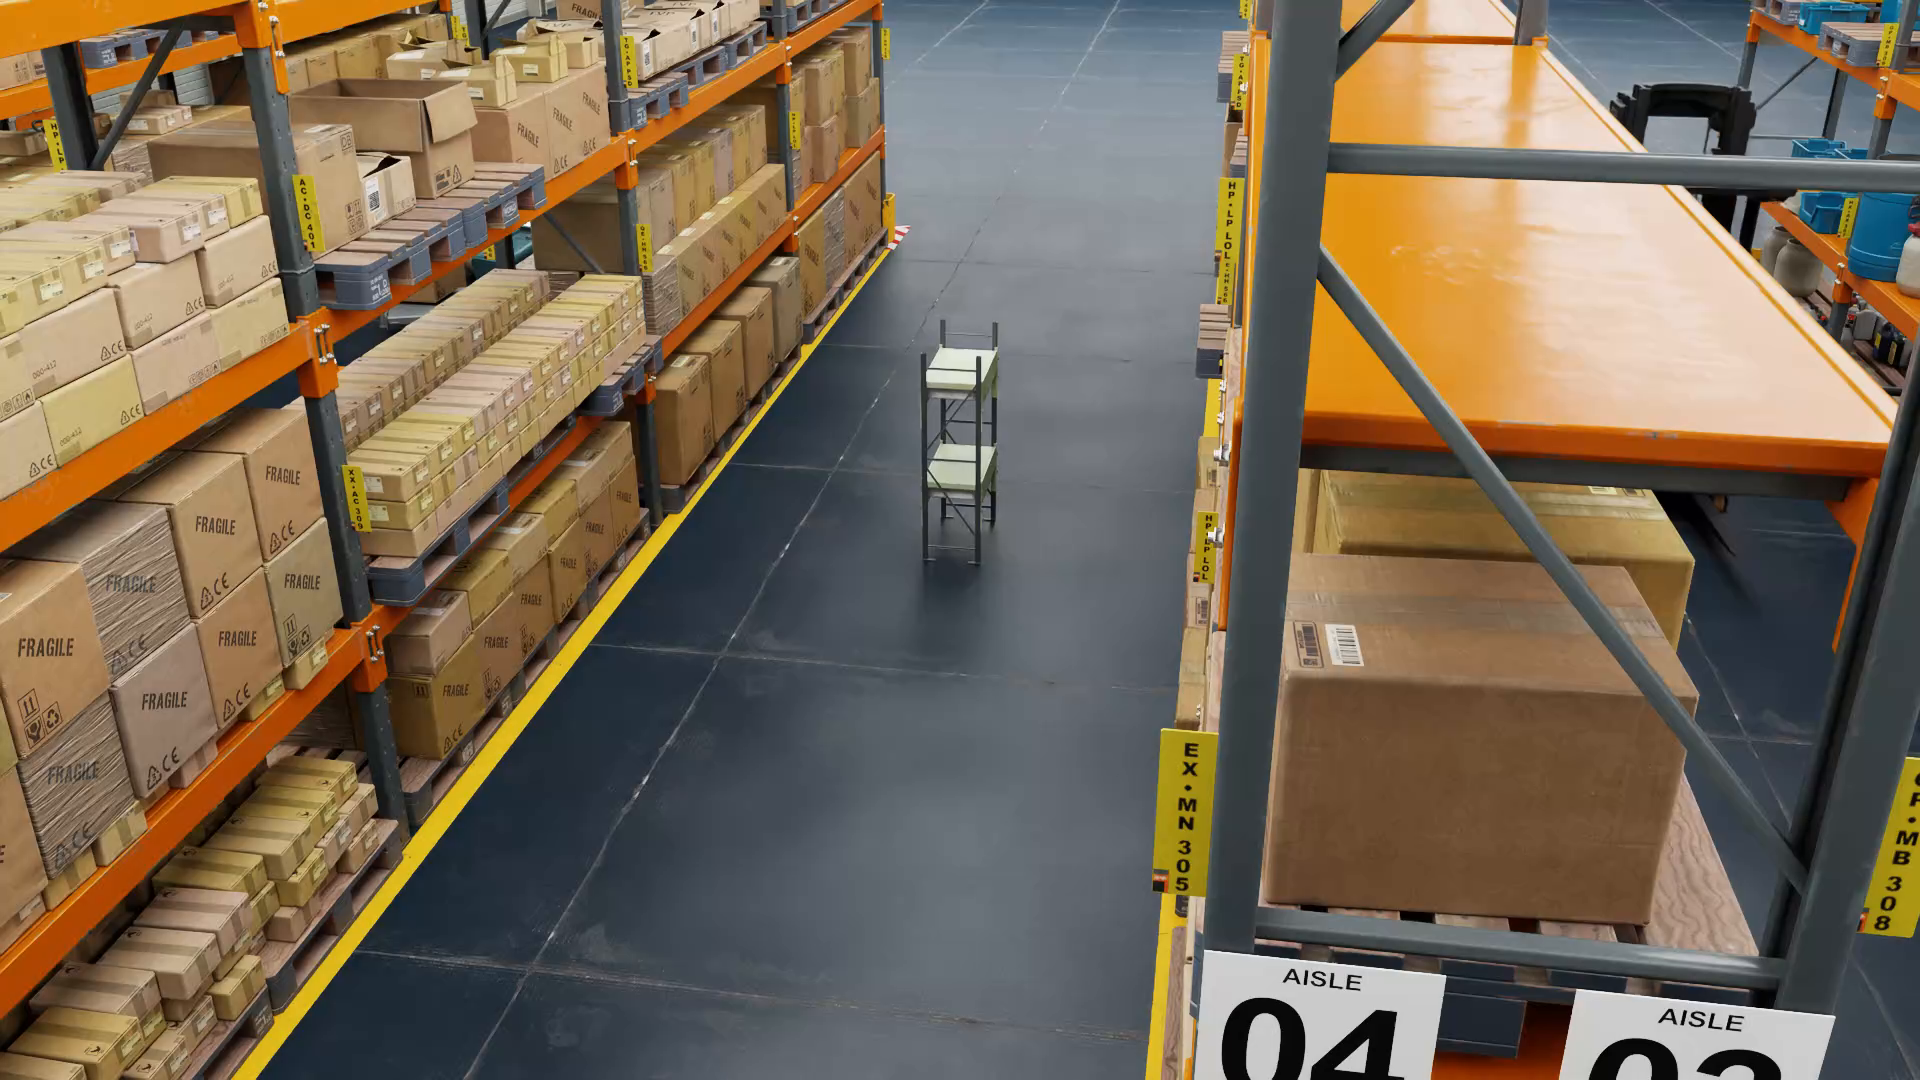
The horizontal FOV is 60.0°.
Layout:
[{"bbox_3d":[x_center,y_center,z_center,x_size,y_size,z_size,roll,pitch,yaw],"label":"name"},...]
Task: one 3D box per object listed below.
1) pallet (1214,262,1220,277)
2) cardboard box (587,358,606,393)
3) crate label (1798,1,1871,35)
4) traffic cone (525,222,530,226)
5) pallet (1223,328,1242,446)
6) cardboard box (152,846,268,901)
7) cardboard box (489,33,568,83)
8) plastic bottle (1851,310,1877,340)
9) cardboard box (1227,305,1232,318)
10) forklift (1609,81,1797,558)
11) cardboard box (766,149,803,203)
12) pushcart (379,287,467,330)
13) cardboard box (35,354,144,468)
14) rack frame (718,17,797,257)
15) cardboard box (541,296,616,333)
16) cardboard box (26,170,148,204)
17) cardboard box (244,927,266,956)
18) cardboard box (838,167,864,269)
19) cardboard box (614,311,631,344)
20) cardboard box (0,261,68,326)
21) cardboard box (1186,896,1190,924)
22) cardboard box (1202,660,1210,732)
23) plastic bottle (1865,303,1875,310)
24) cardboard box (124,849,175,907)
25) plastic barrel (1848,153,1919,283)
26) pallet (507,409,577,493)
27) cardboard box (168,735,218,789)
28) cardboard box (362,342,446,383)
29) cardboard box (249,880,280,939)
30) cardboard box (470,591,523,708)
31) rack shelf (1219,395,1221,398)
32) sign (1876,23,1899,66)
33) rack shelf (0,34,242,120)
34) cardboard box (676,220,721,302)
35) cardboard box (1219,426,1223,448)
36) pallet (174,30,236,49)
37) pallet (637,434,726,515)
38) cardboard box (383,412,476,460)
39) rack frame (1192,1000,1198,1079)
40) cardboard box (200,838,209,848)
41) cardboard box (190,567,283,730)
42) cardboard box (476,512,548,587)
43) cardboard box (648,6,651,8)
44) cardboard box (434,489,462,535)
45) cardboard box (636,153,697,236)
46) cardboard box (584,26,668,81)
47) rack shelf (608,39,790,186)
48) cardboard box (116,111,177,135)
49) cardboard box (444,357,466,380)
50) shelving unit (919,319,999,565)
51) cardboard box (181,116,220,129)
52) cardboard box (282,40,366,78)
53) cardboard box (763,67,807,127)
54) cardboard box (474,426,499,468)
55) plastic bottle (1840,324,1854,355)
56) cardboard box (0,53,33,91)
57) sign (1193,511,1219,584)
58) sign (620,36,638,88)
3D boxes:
[{"bbox_3d":[2.605,-2.395,13.599,1.003,0.211,1.213,4,25,9],"label":"pallet"},{"bbox_3d":[-2.413,-1.027,10.252,0.380,0.149,0.250,4,25,8],"label":"cardboard box"},{"bbox_3d":[7.781,-4.653,14.833,0.502,0.251,0.408,4,25,9],"label":"crate label"},{"bbox_3d":[-5.048,-3.733,19.223,0.336,0.463,0.334,4,25,9],"label":"traffic cone"},{"bbox_3d":[1.421,-0.423,5.725,1.003,0.211,1.213,4,25,9],"label":"pallet"},{"bbox_3d":[-3.268,1.484,7.251,0.380,0.149,0.250,5,26,10],"label":"cardboard box"},{"bbox_3d":[-2.536,-2.852,9.790,0.396,0.266,0.258,4,25,9],"label":"cardboard box"},{"bbox_3d":[8.251,-1.979,15.179,0.152,0.276,0.135,4,25,9],"label":"plastic bottle"},{"bbox_3d":[2.261,-1.823,11.538,0.700,0.500,0.500,8,26,16],"label":"cardboard box"},{"bbox_3d":[5.079,-1.668,11.901,1.130,2.935,3.031,3,25,7],"label":"forklift"},{"bbox_3d":[-1.955,-3.401,15.344,0.875,0.550,0.550,4,25,9],"label":"cardboard box"},{"bbox_3d":[-4.646,-2.153,15.950,1.648,0.377,0.936,-5,25,-10],"label":"pushcart"},{"bbox_3d":[-3.301,-0.478,5.915,0.500,0.250,0.500,4,25,8],"label":"cardboard box"},{"bbox_3d":[-2.004,-3.177,15.044,1.000,3.000,0.127,4,25,9],"label":"rack frame"},{"bbox_3d":[-2.371,-1.399,10.344,0.380,0.149,0.250,5,26,10],"label":"cardboard box"},{"bbox_3d":[-3.598,-1.424,6.877,0.380,0.149,0.250,4,25,8],"label":"cardboard box"},{"bbox_3d":[-3.307,1.777,7.328,0.380,0.149,0.250,3,25,7],"label":"cardboard box"},{"bbox_3d":[-1.537,-3.422,17.578,0.875,0.875,0.875,4,25,8],"label":"cardboard box"},{"bbox_3d":[-2.331,-1.366,10.624,0.380,0.149,0.250,5,26,10],"label":"cardboard box"},{"bbox_3d":[-3.279,-0.837,5.622,0.380,0.149,0.250,4,25,8],"label":"cardboard box"},{"bbox_3d":[0.978,1.311,5.752,0.380,0.149,0.250,4,25,9],"label":"cardboard box"},{"bbox_3d":[1.066,0.754,5.587,0.500,0.500,0.500,3,25,7],"label":"cardboard box"},{"bbox_3d":[8.431,-2.091,15.330,0.144,0.351,0.185,5,26,11],"label":"plastic bottle"},{"bbox_3d":[-3.688,1.461,7.301,0.380,0.149,0.250,3,25,7],"label":"cardboard box"},{"bbox_3d":[7.397,-2.535,13.080,0.600,0.901,0.708,4,25,9],"label":"plastic barrel"},{"bbox_3d":[-2.941,-0.587,9.736,1.003,0.211,1.213,4,25,9],"label":"pallet"},{"bbox_3d":[-3.246,0.863,6.710,0.380,0.149,0.250,3,25,6],"label":"cardboard box"},{"bbox_3d":[-3.182,-1.017,9.527,0.380,0.149,0.250,4,25,8],"label":"cardboard box"},{"bbox_3d":[-3.245,1.614,7.325,0.380,0.149,0.250,4,25,9],"label":"cardboard box"},{"bbox_3d":[-2.844,0.598,9.431,0.500,0.500,0.500,5,26,11],"label":"cardboard box"},{"bbox_3d":[2.546,-1.629,12.585,1.077,0.370,4.000,4,25,9],"label":"rack shelf"},{"bbox_3d":[7.218,-3.854,12.940,0.100,0.325,0.005,4,25,9],"label":"sign"},{"bbox_3d":[-7.231,-3.674,13.416,1.077,0.370,4.000,4,25,9],"label":"rack shelf"},{"bbox_3d":[-2.155,-2.143,12.715,0.500,0.500,0.500,4,25,8],"label":"cardboard box"},{"bbox_3d":[1.625,-0.340,8.865,0.500,0.500,0.500,4,25,9],"label":"cardboard box"},{"bbox_3d":[-7.110,-4.501,14.555,1.213,0.211,1.003,4,25,9],"label":"pallet"},{"bbox_3d":[-2.454,-0.566,12.755,1.003,0.211,1.213,4,25,9],"label":"pallet"},{"bbox_3d":[-2.709,-0.534,8.497,0.380,0.149,0.250,4,25,9],"label":"cardboard box"},{"bbox_3d":[0.912,2.227,3.498,1.000,3.000,0.127,4,25,9],"label":"rack frame"},{"bbox_3d":[-3.643,1.481,7.610,0.380,0.149,0.250,4,25,8],"label":"cardboard box"},{"bbox_3d":[-3.198,0.427,6.874,0.500,0.500,0.500,3,25,7],"label":"cardboard box"},{"bbox_3d":[-2.758,0.044,9.730,0.500,0.250,0.500,5,26,11],"label":"cardboard box"},{"bbox_3d":[-2.519,-3.943,12.686,0.396,0.266,0.258,4,25,9],"label":"cardboard box"},{"bbox_3d":[-2.754,-0.157,8.393,0.380,0.149,0.250,4,25,9],"label":"cardboard box"},{"bbox_3d":[-2.411,-2.616,12.548,0.700,0.500,0.500,4,25,8],"label":"cardboard box"},{"bbox_3d":[-2.322,-3.346,11.357,0.500,0.311,0.500,4,25,9],"label":"cardboard box"},{"bbox_3d":[-2.331,-3.374,12.774,1.077,0.370,4.000,4,25,9],"label":"rack shelf"},{"bbox_3d":[-6.878,-3.528,14.064,0.380,0.149,0.250,3,25,6],"label":"cardboard box"},{"bbox_3d":[-3.144,-0.989,9.818,0.380,0.149,0.250,4,25,8],"label":"cardboard box"},{"bbox_3d":[0.001,-0.682,11.482,0.431,1.500,0.755,4,25,9],"label":"shelving unit"},{"bbox_3d":[-6.833,-3.432,14.623,0.500,0.500,0.500,4,25,9],"label":"cardboard box"},{"bbox_3d":[-6.404,-4.700,16.649,0.700,0.500,0.500,3,25,7],"label":"cardboard box"},{"bbox_3d":[-1.934,-4.124,15.617,0.875,0.550,0.550,4,25,9],"label":"cardboard box"},{"bbox_3d":[-2.669,-0.501,8.776,0.380,0.149,0.250,3,25,6],"label":"cardboard box"},{"bbox_3d":[7.722,-1.727,14.552,0.144,0.351,0.185,4,25,9],"label":"plastic bottle"},{"bbox_3d":[-7.393,-3.605,12.301,0.700,0.500,0.500,4,25,9],"label":"cardboard box"},{"bbox_3d":[1.029,0.032,6.915,0.100,0.325,0.005,4,25,9],"label":"sign"},{"bbox_3d":[-2.123,-3.059,10.643,0.100,0.325,0.005,4,25,9],"label":"sign"}]
